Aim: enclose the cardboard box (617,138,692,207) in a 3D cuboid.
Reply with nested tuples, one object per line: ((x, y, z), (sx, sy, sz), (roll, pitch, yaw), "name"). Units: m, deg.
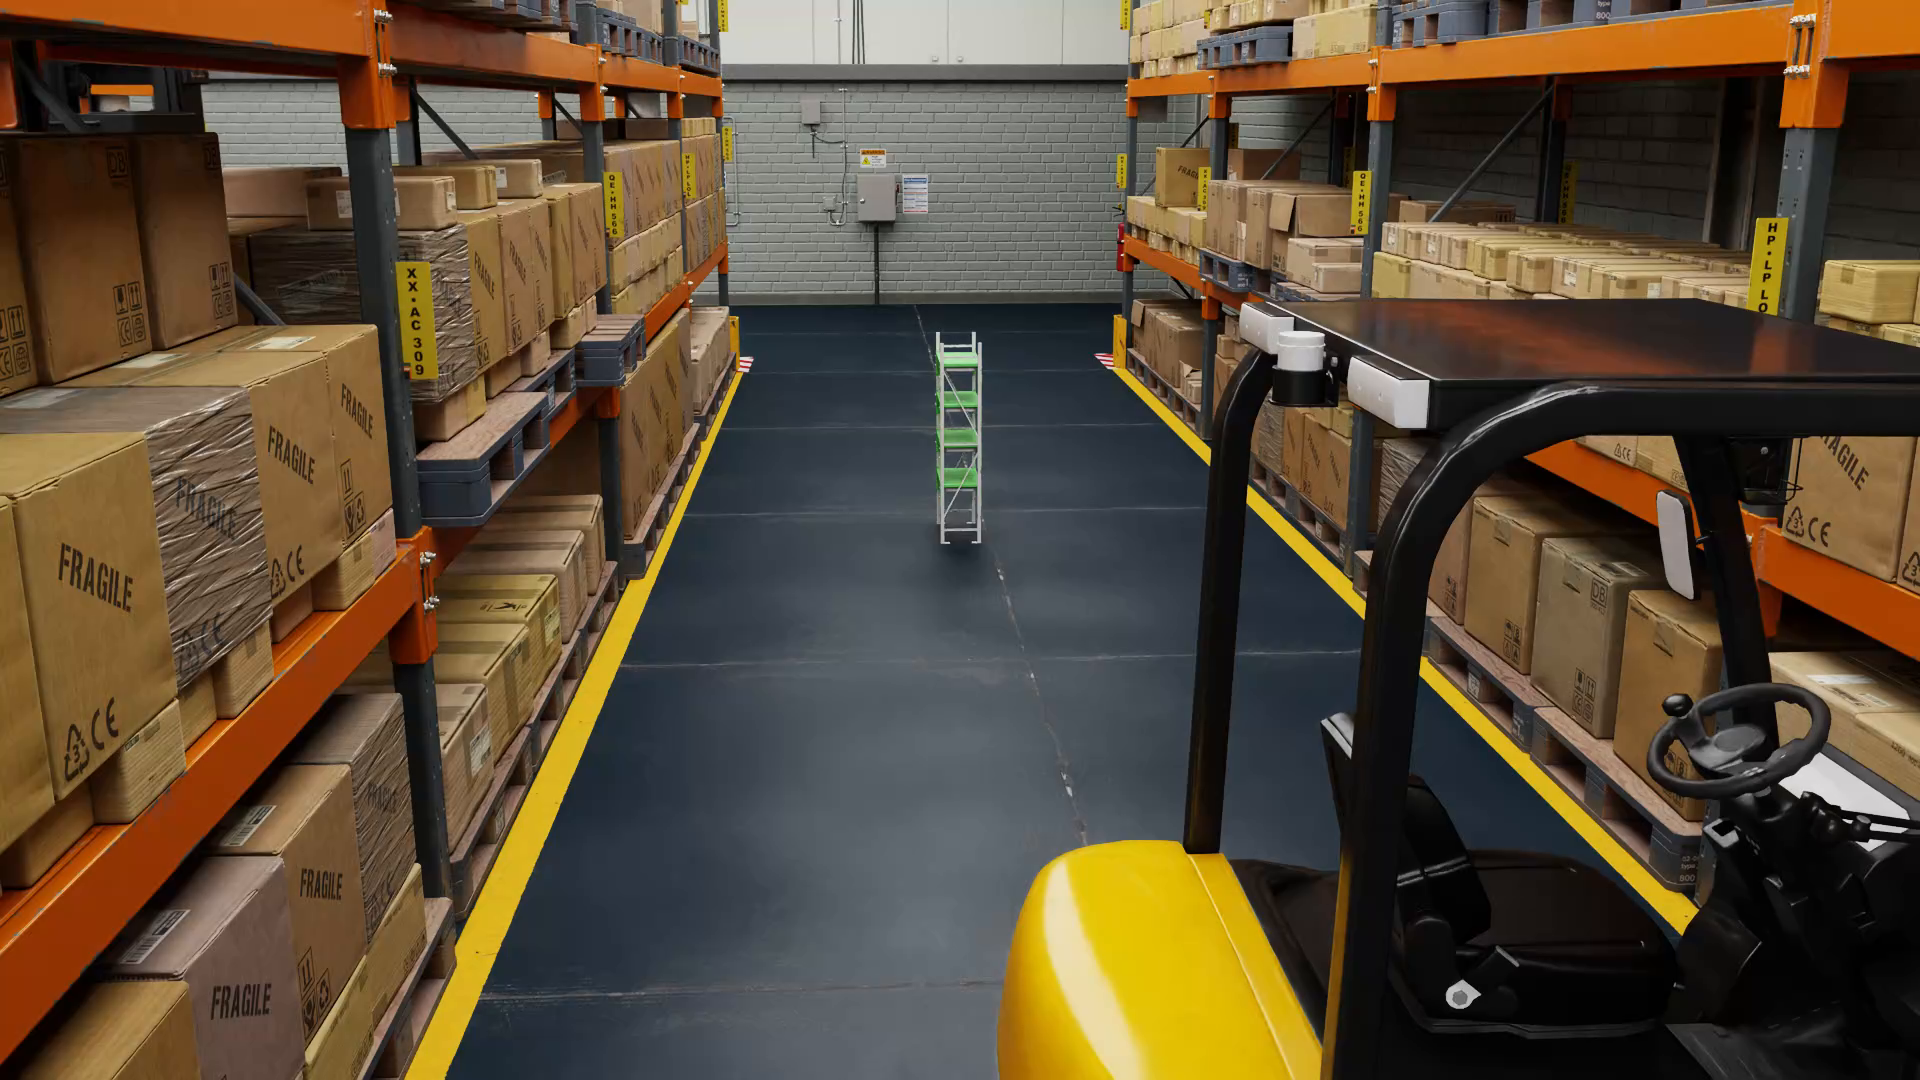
((-2.346, -2.827, 12.788), (0.500, 0.500, 0.500), (-1, 14, -3), "cardboard box")

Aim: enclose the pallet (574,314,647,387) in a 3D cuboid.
((-2.160, -0.909, 7.925), (1.213, 0.211, 1.003), (-1, 14, -3), "pallet")

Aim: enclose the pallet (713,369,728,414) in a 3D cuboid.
((-2.606, -1.316, 14.719), (1.003, 0.211, 1.213), (-1, 14, -3), "pallet")

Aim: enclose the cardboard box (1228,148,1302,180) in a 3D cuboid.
((2.569, -3.059, 14.095), (0.500, 0.500, 0.500), (-1, 14, -5), "cardboard box")

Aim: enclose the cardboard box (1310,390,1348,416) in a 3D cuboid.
((2.340, -0.815, 10.044), (0.380, 0.149, 0.250), (-1, 14, -5), "cardboard box")

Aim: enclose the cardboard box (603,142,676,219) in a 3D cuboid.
((-2.240, -2.469, 11.396), (0.500, 0.500, 0.500), (-1, 14, -2), "cardboard box")

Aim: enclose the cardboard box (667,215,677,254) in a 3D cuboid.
((-2.250, -2.112, 11.512), (0.500, 0.250, 0.500), (-1, 14, -2), "cardboard box")

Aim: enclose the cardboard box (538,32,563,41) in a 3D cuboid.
((-2.058, -2.372, 7.709), (0.380, 0.149, 0.250), (-1, 14, -3), "cardboard box")

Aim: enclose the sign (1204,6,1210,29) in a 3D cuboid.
((1.855, -3.943, 12.273), (0.100, 0.325, 0.005), (-1, 14, -3), "sign")

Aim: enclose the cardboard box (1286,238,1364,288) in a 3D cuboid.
((2.255, -1.643, 9.852), (0.500, 0.250, 0.500), (-2, 15, -6), "cardboard box")

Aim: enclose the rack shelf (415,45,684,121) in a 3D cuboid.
((-2.434, -2.779, 10.232), (1.077, 0.370, 4.000), (-1, 14, -3), "rack shelf")

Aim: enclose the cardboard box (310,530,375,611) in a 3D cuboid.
((-1.716, 0.076, 4.215), (0.380, 0.149, 0.250), (-1, 14, -2), "cardboard box")

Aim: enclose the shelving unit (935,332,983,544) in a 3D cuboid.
((-0.010, -0.622, 10.037), (0.258, 1.200, 0.503), (-1, 14, -3), "shelving unit")

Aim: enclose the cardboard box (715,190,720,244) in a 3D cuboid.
((-2.496, -2.975, 15.367), (0.500, 0.500, 0.500), (-1, 14, -5), "cardboard box")

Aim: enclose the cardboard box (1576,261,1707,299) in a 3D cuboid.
((2.550, -0.959, 6.233), (0.380, 0.149, 0.250), (-1, 14, -5), "cardboard box")

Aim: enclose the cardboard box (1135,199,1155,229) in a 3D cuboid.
((1.939, -3.074, 15.657), (0.500, 0.250, 0.500), (-1, 14, -3), "cardboard box")

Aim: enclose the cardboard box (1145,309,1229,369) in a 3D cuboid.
((2.105, -1.871, 15.451), (0.700, 0.500, 0.500), (0, 14, -1), "cardboard box")

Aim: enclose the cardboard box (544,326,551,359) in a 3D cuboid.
((-1.880, -0.797, 6.767), (0.380, 0.149, 0.250), (-1, 14, -5), "cardboard box")

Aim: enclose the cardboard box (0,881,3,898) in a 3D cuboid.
((-1.690, 0.524, 2.475), (0.380, 0.149, 0.250), (0, 14, -2), "cardboard box")

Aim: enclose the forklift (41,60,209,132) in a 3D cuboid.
((-5.025, -1.435, 9.720), (1.130, 2.935, 3.031), (0, 14, -1), "forklift")

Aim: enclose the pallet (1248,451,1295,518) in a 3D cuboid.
((2.563, -0.394, 11.133), (1.003, 0.211, 1.213), (-1, 14, -3), "pallet")

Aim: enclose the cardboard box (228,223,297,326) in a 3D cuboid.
((-2.320, -0.690, 5.048), (0.500, 0.500, 0.500), (-1, 14, -4), "cardboard box")

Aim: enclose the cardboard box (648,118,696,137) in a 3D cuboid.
((-2.350, -3.357, 13.546), (0.380, 0.149, 0.250), (-1, 14, -5), "cardboard box")

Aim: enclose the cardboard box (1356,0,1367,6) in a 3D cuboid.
((2.385, -2.977, 9.060), (0.380, 0.149, 0.250), (-1, 14, -5), "cardboard box")

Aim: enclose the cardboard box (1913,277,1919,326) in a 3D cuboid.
((2.739, -0.620, 4.316), (0.380, 0.149, 0.250), (-1, 14, -3), "cardboard box")

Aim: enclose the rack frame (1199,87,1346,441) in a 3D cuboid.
((2.396, -2.250, 12.751), (1.000, 3.000, 0.127), (-1, 14, -3), "rack frame")

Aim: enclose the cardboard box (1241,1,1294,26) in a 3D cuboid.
((2.083, -3.498, 11.044), (0.380, 0.149, 0.250), (-1, 14, -4), "cardboard box")

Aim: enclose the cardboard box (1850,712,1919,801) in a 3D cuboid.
((2.630, 0.636, 4.203), (0.500, 0.250, 0.500), (-1, 14, -3), "cardboard box")

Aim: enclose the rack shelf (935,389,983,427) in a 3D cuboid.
((-0.010, -0.793, 9.993), (0.258, 0.148, 0.480), (-1, 14, -3), "rack shelf")

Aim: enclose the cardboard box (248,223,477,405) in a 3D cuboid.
((-1.805, -0.700, 5.086), (0.500, 0.500, 0.500), (-1, 14, -2), "cardboard box")

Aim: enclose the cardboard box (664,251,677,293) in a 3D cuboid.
((-2.248, -1.865, 11.558), (0.500, 0.250, 0.500), (-1, 14, -4), "cardboard box")

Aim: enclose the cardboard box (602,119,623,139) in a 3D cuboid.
((-2.803, -3.158, 12.772), (0.380, 0.149, 0.250), (-1, 14, -2), "cardboard box")

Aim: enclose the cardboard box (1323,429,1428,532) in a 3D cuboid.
((2.403, -0.350, 9.540), (0.500, 0.500, 0.500), (0, 14, -2), "cardboard box")

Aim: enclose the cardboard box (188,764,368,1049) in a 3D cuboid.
((-1.725, 0.852, 3.867), (0.500, 0.500, 0.500), (-1, 14, -2), "cardboard box")

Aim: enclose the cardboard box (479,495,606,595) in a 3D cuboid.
((-2.285, 0.032, 8.312), (0.950, 0.372, 0.625), (-2, 15, -7), "cardboard box")

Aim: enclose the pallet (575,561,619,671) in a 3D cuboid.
((-2.263, 0.367, 8.175), (1.003, 0.211, 1.213), (-1, 14, -3), "pallet")

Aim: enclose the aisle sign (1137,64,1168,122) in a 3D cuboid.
((1.851, -4.516, 16.342), (0.394, 0.787, 0.004), (-1, 14, -3), "aisle sign")

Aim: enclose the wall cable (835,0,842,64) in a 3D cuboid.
((-2.689, -7.494, 21.092), (2.355, 3.000, 0.029), (-1, 14, -3), "wall cable")

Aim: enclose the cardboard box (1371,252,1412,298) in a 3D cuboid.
((2.402, -1.310, 8.396), (0.500, 0.250, 0.500), (-1, 14, -3), "cardboard box")

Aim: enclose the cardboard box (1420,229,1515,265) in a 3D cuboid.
((2.429, -1.404, 7.961), (0.380, 0.149, 0.250), (0, 14, -2), "cardboard box")

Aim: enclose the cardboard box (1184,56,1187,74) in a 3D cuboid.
((2.061, -3.922, 13.733), (0.380, 0.149, 0.250), (0, 14, -2), "cardboard box")

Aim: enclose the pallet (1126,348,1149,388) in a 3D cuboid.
((2.203, -1.677, 16.121), (1.003, 0.211, 1.213), (-1, 14, -3), "pallet")

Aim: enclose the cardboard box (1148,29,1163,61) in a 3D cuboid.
((1.974, -4.401, 14.795), (0.500, 0.250, 0.500), (-1, 14, -5), "cardboard box")

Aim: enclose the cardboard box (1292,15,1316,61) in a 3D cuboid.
((2.307, -3.009, 9.981), (0.500, 0.250, 0.500), (-1, 14, -3), "cardboard box")

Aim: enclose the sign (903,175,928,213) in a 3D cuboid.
((-0.593, -4.578, 21.992), (0.329, 0.494, 0.001), (-1, 14, -3), "sign")

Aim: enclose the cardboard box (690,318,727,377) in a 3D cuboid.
((-2.600, -1.740, 15.067), (0.875, 0.438, 0.875), (0, 14, -2), "cardboard box")

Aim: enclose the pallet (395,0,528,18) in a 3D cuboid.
((-1.994, -1.700, 4.970), (1.213, 0.211, 1.003), (-1, 14, -3), "pallet")

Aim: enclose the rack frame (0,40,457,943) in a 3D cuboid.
((-2.062, -0.183, 4.717), (1.000, 3.000, 0.127), (-1, 14, -3), "rack frame")

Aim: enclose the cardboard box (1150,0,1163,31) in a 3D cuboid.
((1.982, -4.645, 14.742), (0.500, 0.250, 0.500), (-1, 14, -4), "cardboard box")

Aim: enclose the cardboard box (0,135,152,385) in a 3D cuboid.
((-2.242, -0.619, 3.610), (0.700, 0.500, 0.500), (-1, 14, -3), "cardboard box")

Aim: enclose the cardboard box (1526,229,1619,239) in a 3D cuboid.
((2.949, -1.411, 7.989), (0.380, 0.149, 0.250), (-1, 14, -3), "cardboard box")

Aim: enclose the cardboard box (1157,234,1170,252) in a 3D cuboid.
((1.961, -2.651, 14.813), (0.380, 0.149, 0.250), (-1, 14, -2), "cardboard box")

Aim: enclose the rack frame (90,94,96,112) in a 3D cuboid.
((-7.740, -3.066, 15.921), (1.000, 3.000, 0.127), (-1, 14, -3), "rack frame")

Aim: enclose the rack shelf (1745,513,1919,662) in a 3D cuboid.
((3.015, 0.585, 3.175), (1.077, 0.370, 4.000), (-1, 14, -3), "rack shelf")

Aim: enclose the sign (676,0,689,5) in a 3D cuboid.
((-2.017, -4.039, 12.014), (0.100, 0.325, 0.005), (-1, 14, -3), "sign")

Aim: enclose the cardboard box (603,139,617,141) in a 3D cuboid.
((-2.863, -2.818, 12.752), (0.500, 0.500, 0.500), (-1, 14, -4), "cardboard box")

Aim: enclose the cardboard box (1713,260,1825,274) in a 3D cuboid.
((3.078, -0.969, 6.269), (0.380, 0.149, 0.250), (-1, 14, -3), "cardboard box")
